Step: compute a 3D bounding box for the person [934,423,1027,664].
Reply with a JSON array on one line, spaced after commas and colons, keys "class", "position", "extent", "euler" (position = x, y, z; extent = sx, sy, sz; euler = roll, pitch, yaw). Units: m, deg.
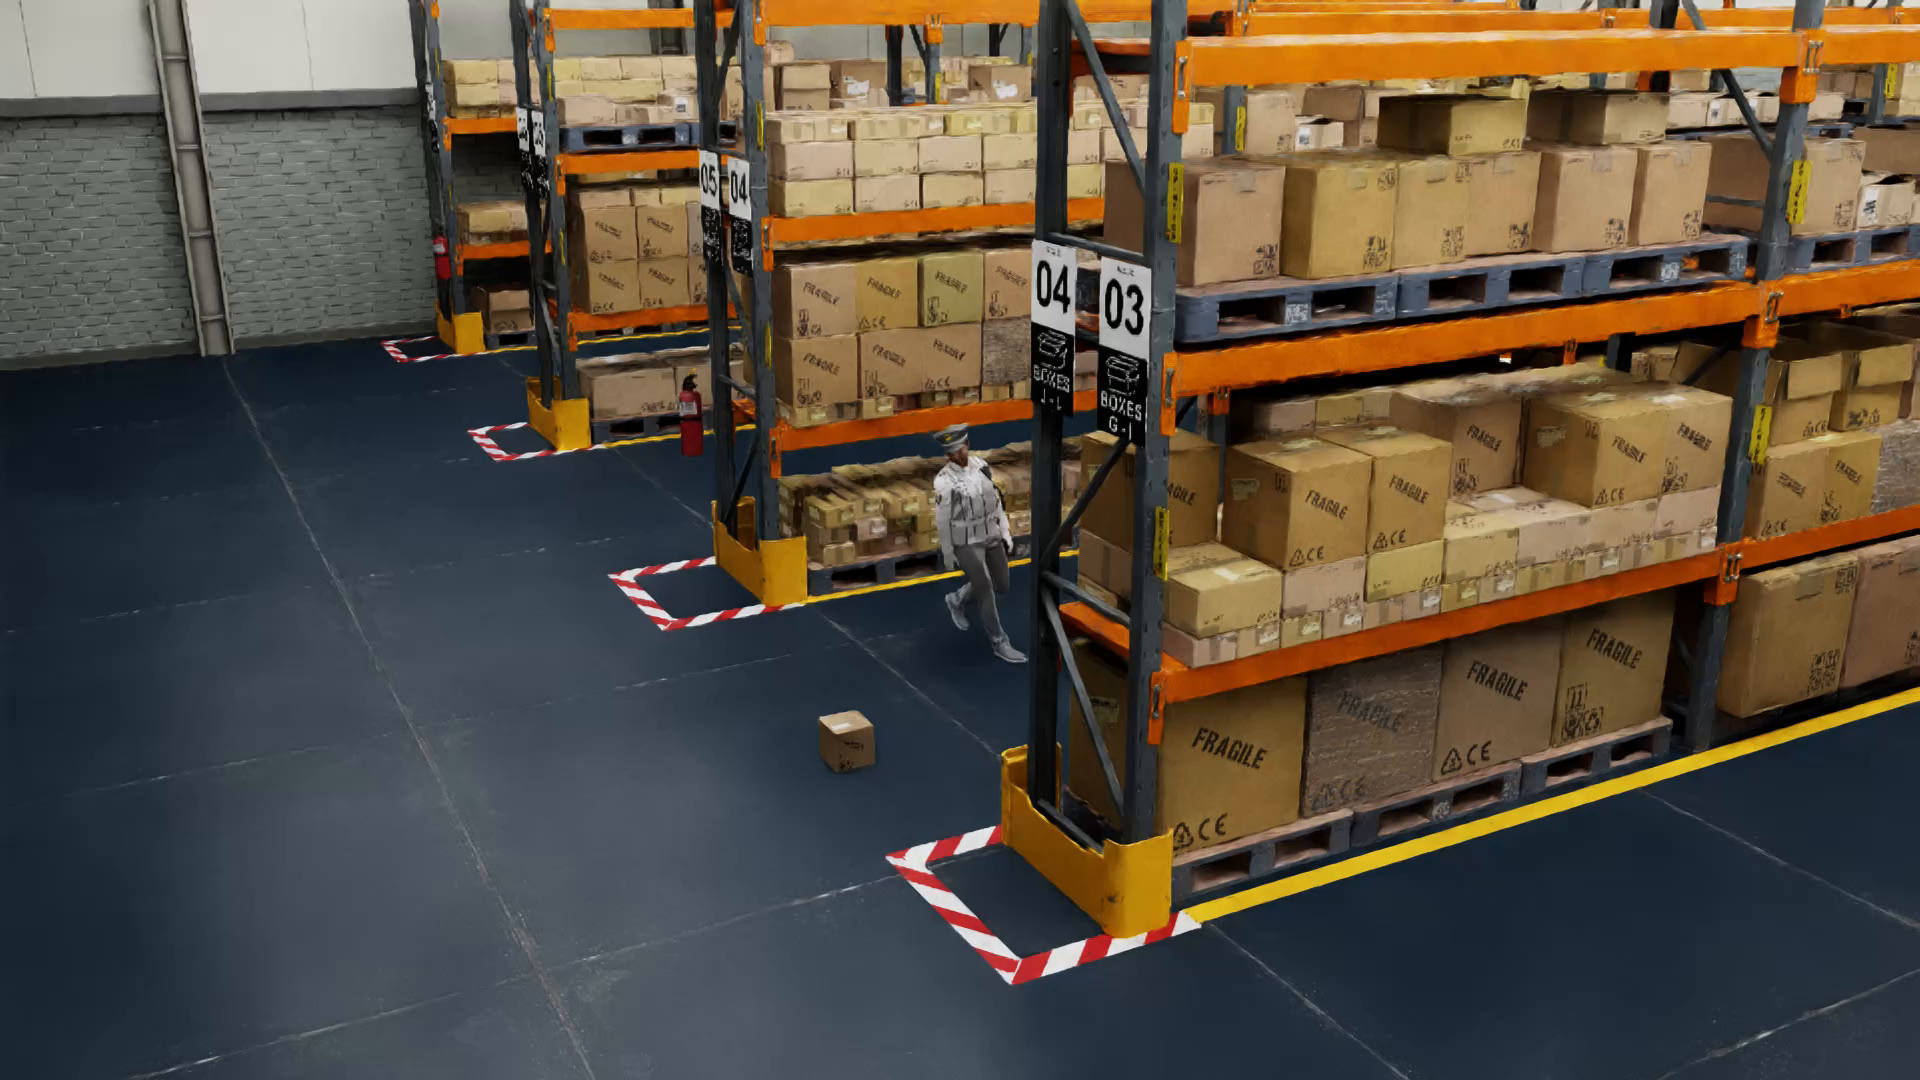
[{"class": "person", "position": [0.089, 0.004, 11.082], "extent": [0.527, 1.630, 0.732], "euler": [-17, 25, -41]}]
